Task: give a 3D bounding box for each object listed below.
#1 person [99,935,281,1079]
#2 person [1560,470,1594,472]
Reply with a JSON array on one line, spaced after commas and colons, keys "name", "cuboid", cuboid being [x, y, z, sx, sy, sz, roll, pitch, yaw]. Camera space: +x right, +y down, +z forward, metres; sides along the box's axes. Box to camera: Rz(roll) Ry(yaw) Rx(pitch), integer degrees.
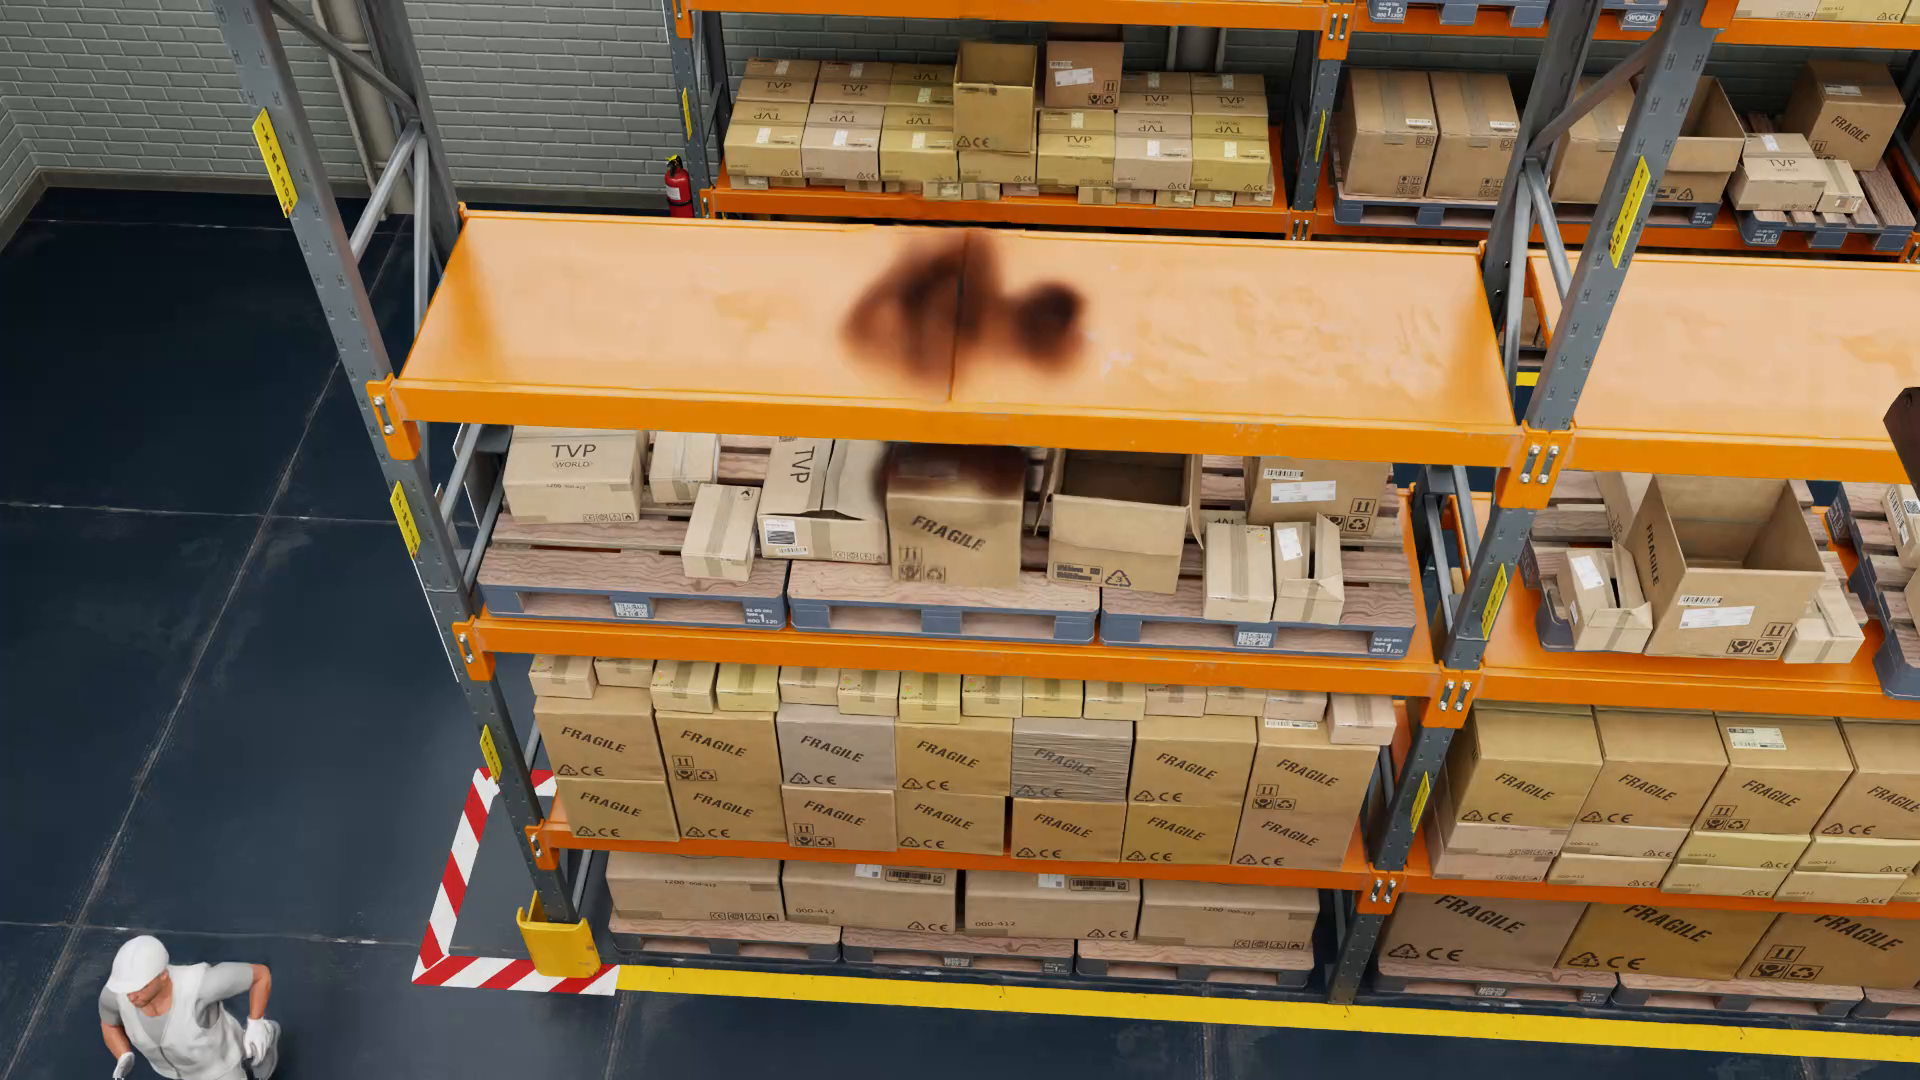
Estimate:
[{"name": "person", "cuboid": [-3.390, 2.292, 7.421, 0.662, 1.784, 0.988, 6, 48, 5]}, {"name": "person", "cuboid": [3.362, 0.050, 9.507, 0.667, 1.783, 0.695, 3, 48, 2]}]
